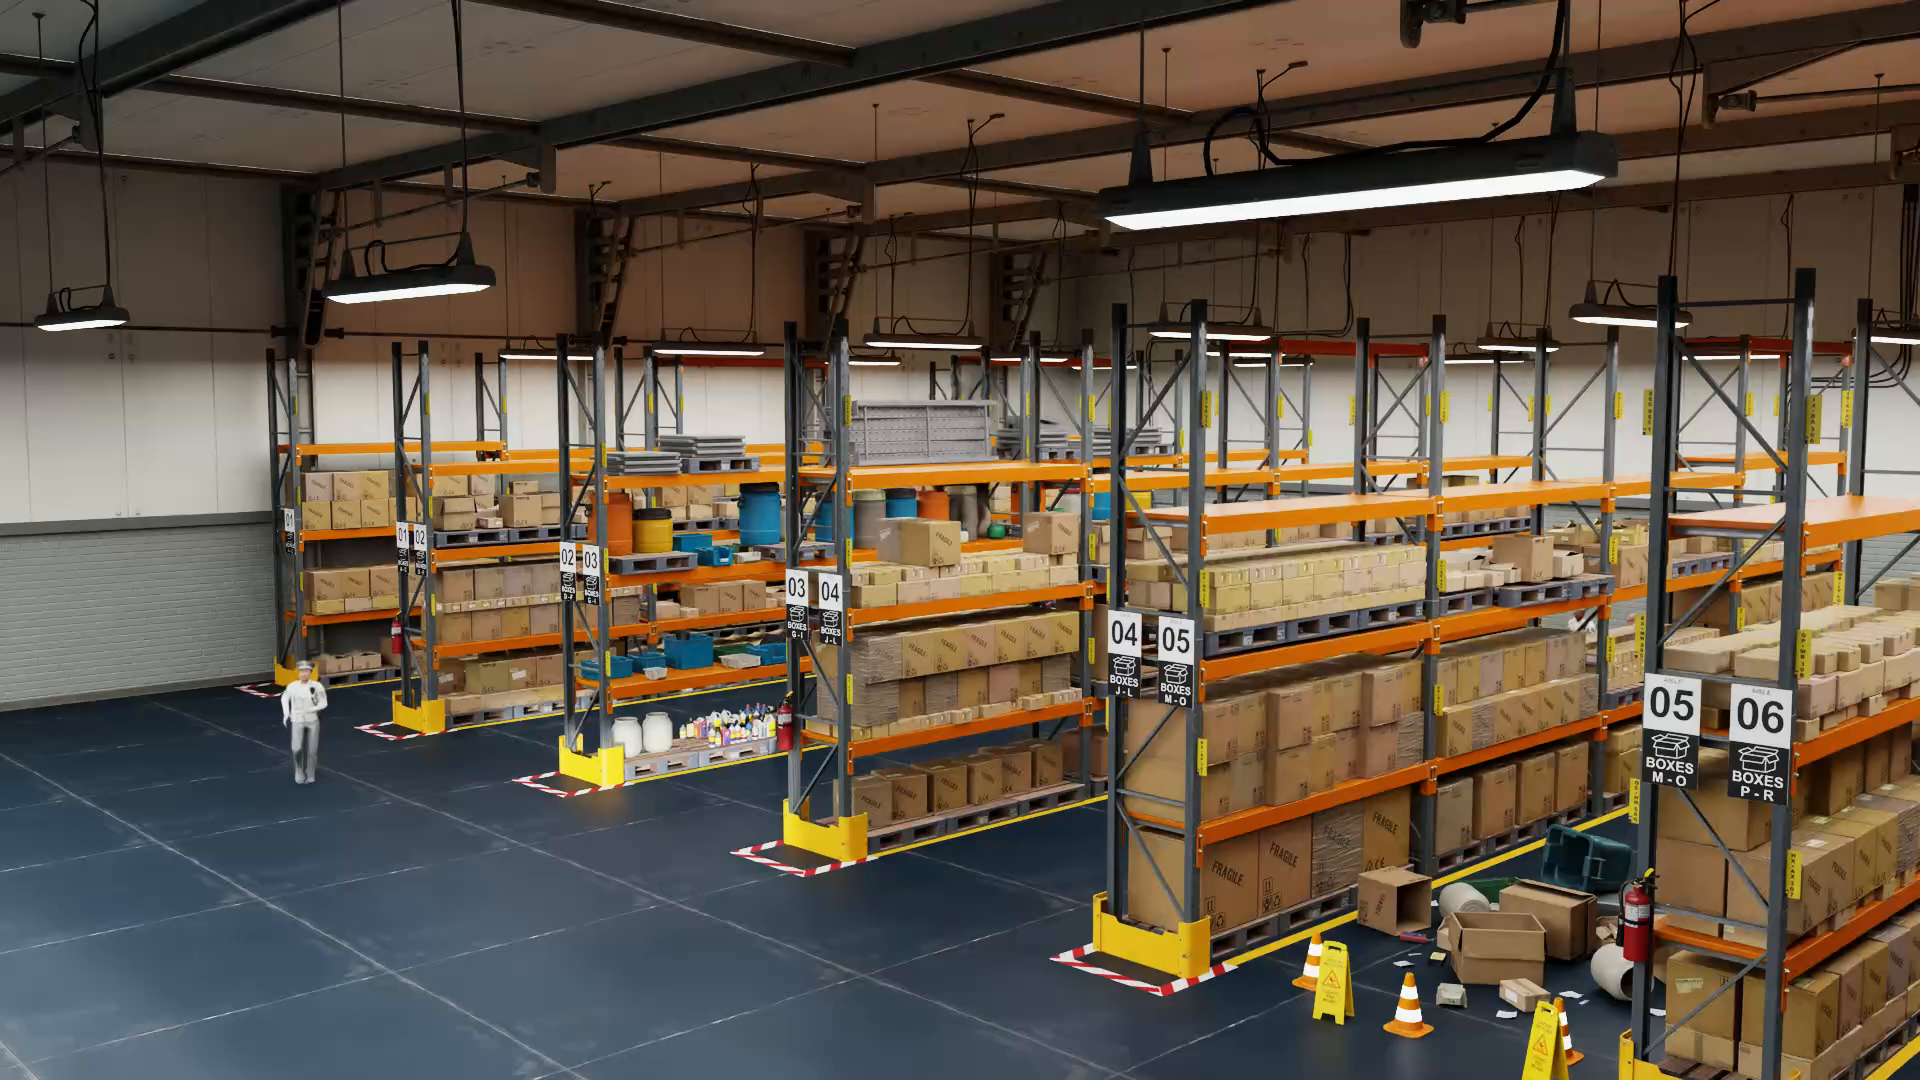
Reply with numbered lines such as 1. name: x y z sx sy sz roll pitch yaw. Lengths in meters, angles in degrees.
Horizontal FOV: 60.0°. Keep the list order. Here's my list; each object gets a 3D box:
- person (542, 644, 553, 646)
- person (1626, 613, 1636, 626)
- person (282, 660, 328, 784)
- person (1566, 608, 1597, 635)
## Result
1. person: -7.348 1.704 29.963 0.707 1.763 0.693 3 6 35
2. person: 10.748 2.040 26.303 0.848 1.810 0.725 -3 6 -30
3. person: -8.676 2.417 22.012 0.593 1.660 0.624 -2 5 -17
4. person: 10.426 1.905 27.964 0.624 1.704 0.869 5 7 43
